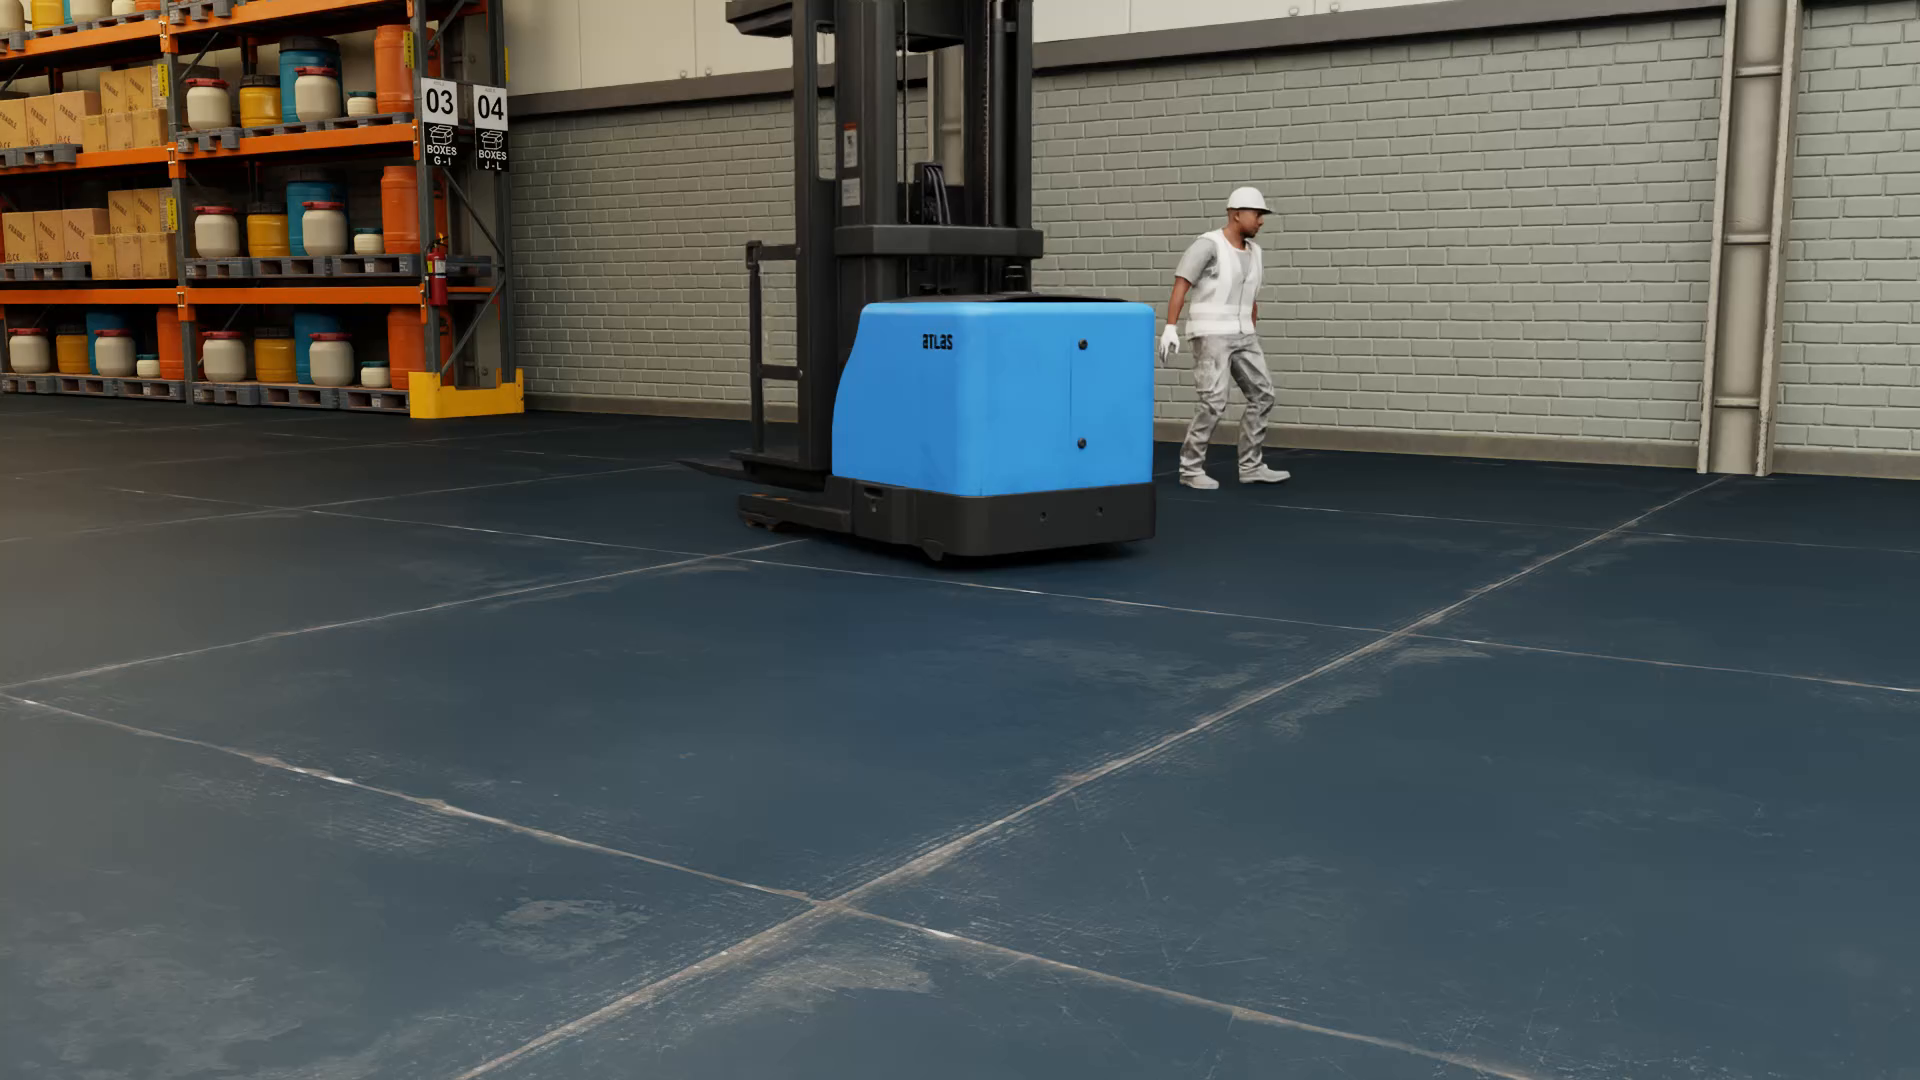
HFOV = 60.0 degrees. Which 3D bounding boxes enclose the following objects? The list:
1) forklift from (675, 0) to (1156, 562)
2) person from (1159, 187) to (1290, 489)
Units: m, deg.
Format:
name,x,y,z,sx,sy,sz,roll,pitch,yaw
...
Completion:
name,x,y,z,sx,sy,sz,roll,pitch,yaw
forklift,-0.417,-1.525,7.917,1.130,2.935,3.031,-6,10,-35
person,1.567,-1.175,9.726,0.881,1.743,0.453,-7,10,-39
